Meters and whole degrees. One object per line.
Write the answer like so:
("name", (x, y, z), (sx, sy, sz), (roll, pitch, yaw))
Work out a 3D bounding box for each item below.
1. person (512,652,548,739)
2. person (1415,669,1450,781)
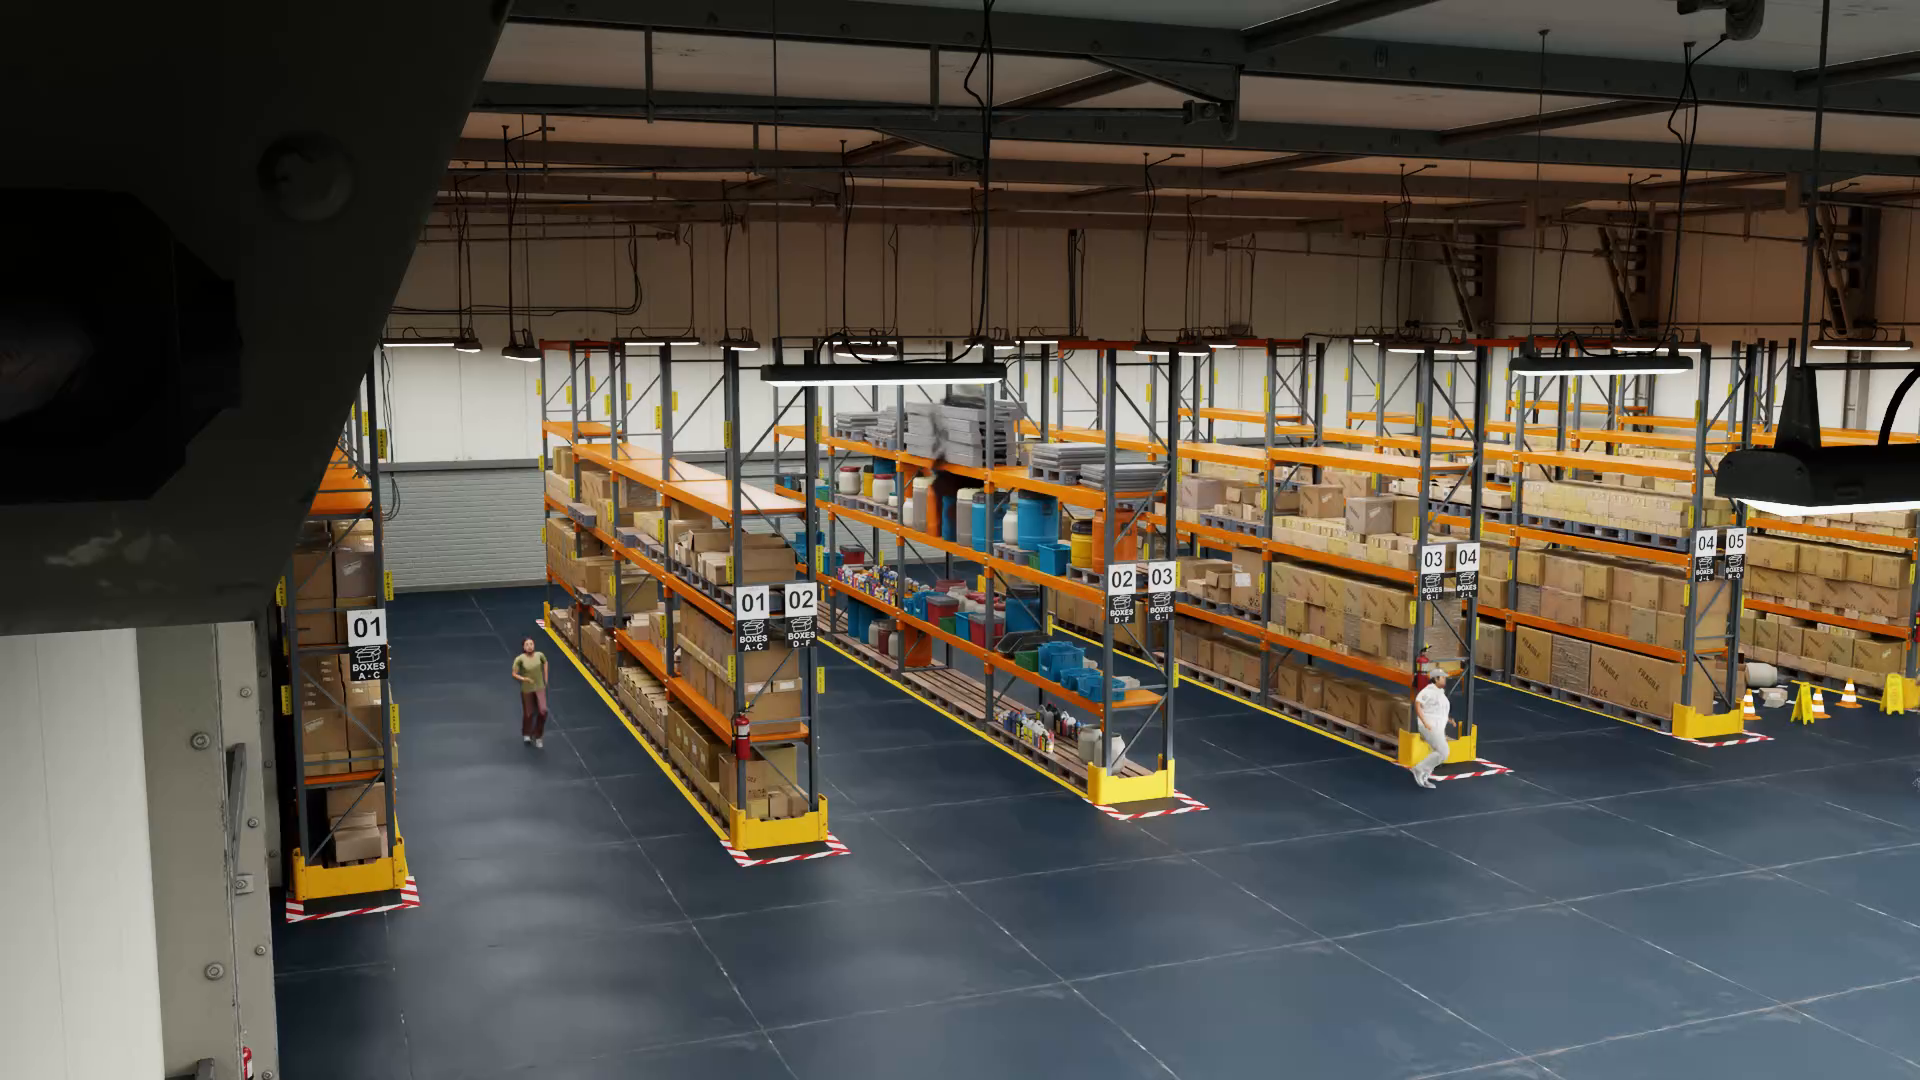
("person", (-6.442, 2.340, 24.975), (0.535, 1.317, 0.662), (-4, 8, -26))
("person", (6.529, 2.544, 22.827), (0.474, 1.551, 0.624), (4, 9, 30))
